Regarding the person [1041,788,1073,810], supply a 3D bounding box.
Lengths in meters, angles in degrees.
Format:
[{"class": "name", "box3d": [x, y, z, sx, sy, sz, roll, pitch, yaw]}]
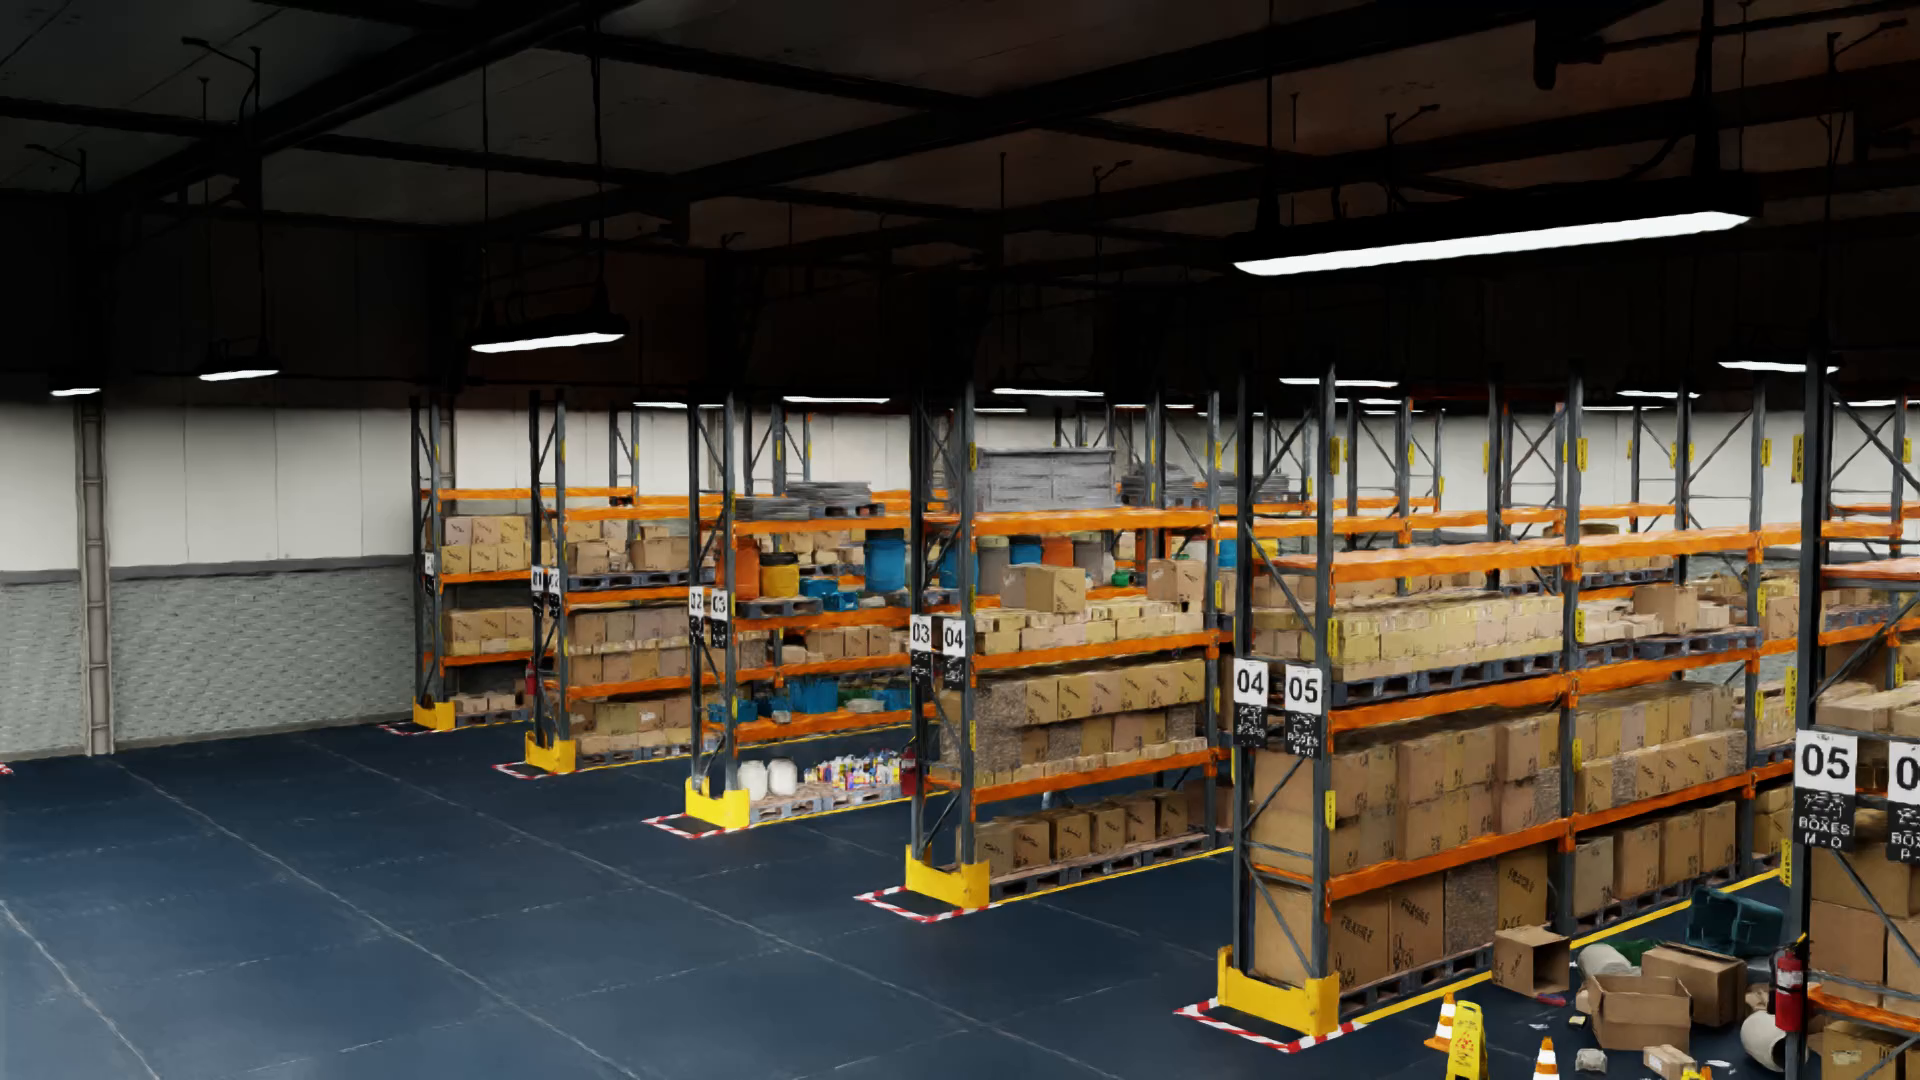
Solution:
[{"class": "person", "box3d": [1.173, 3.021, 21.814, 1.121, 1.691, 0.577, -3, 4, -37]}]
